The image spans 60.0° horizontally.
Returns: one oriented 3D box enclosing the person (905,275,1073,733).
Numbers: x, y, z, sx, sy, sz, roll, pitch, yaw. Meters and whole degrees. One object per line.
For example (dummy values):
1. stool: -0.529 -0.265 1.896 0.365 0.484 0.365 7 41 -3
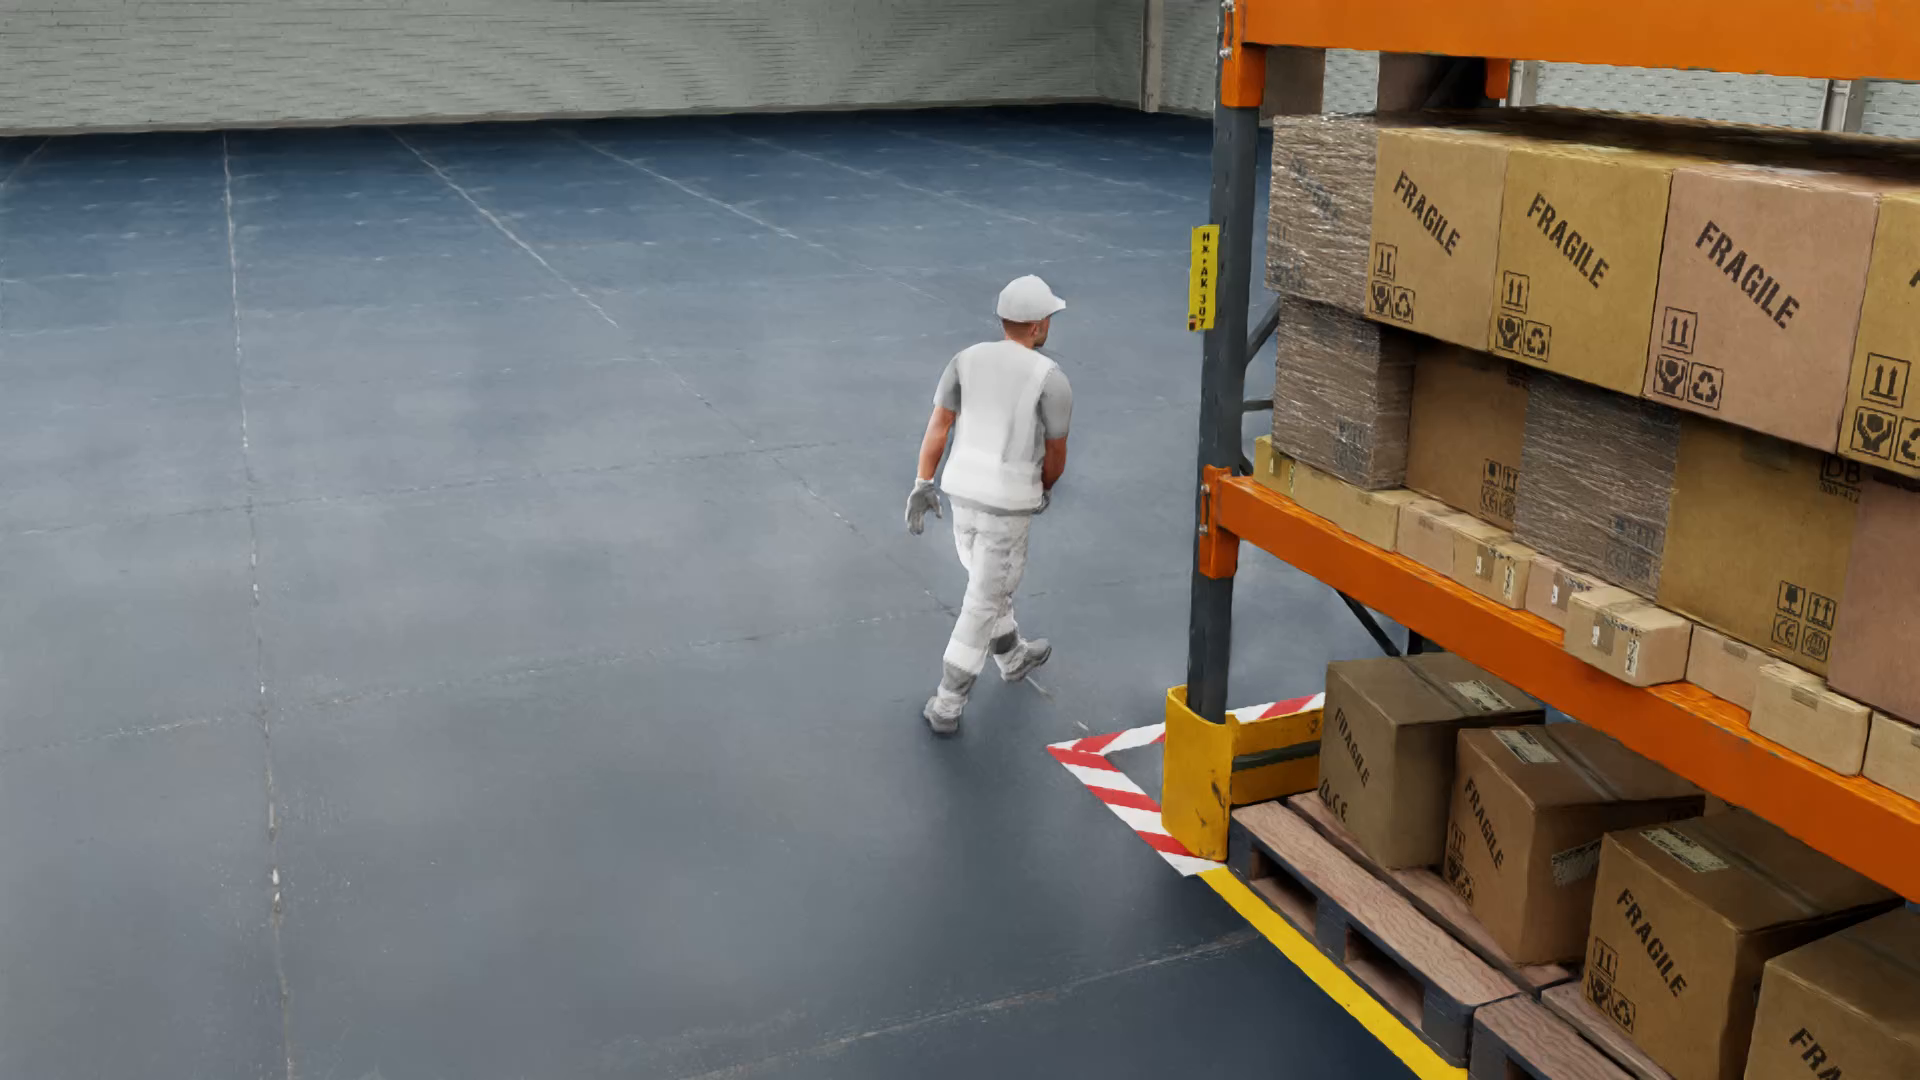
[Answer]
1. person: 0.191 -0.166 6.518 0.563 1.749 0.873 14 23 36
